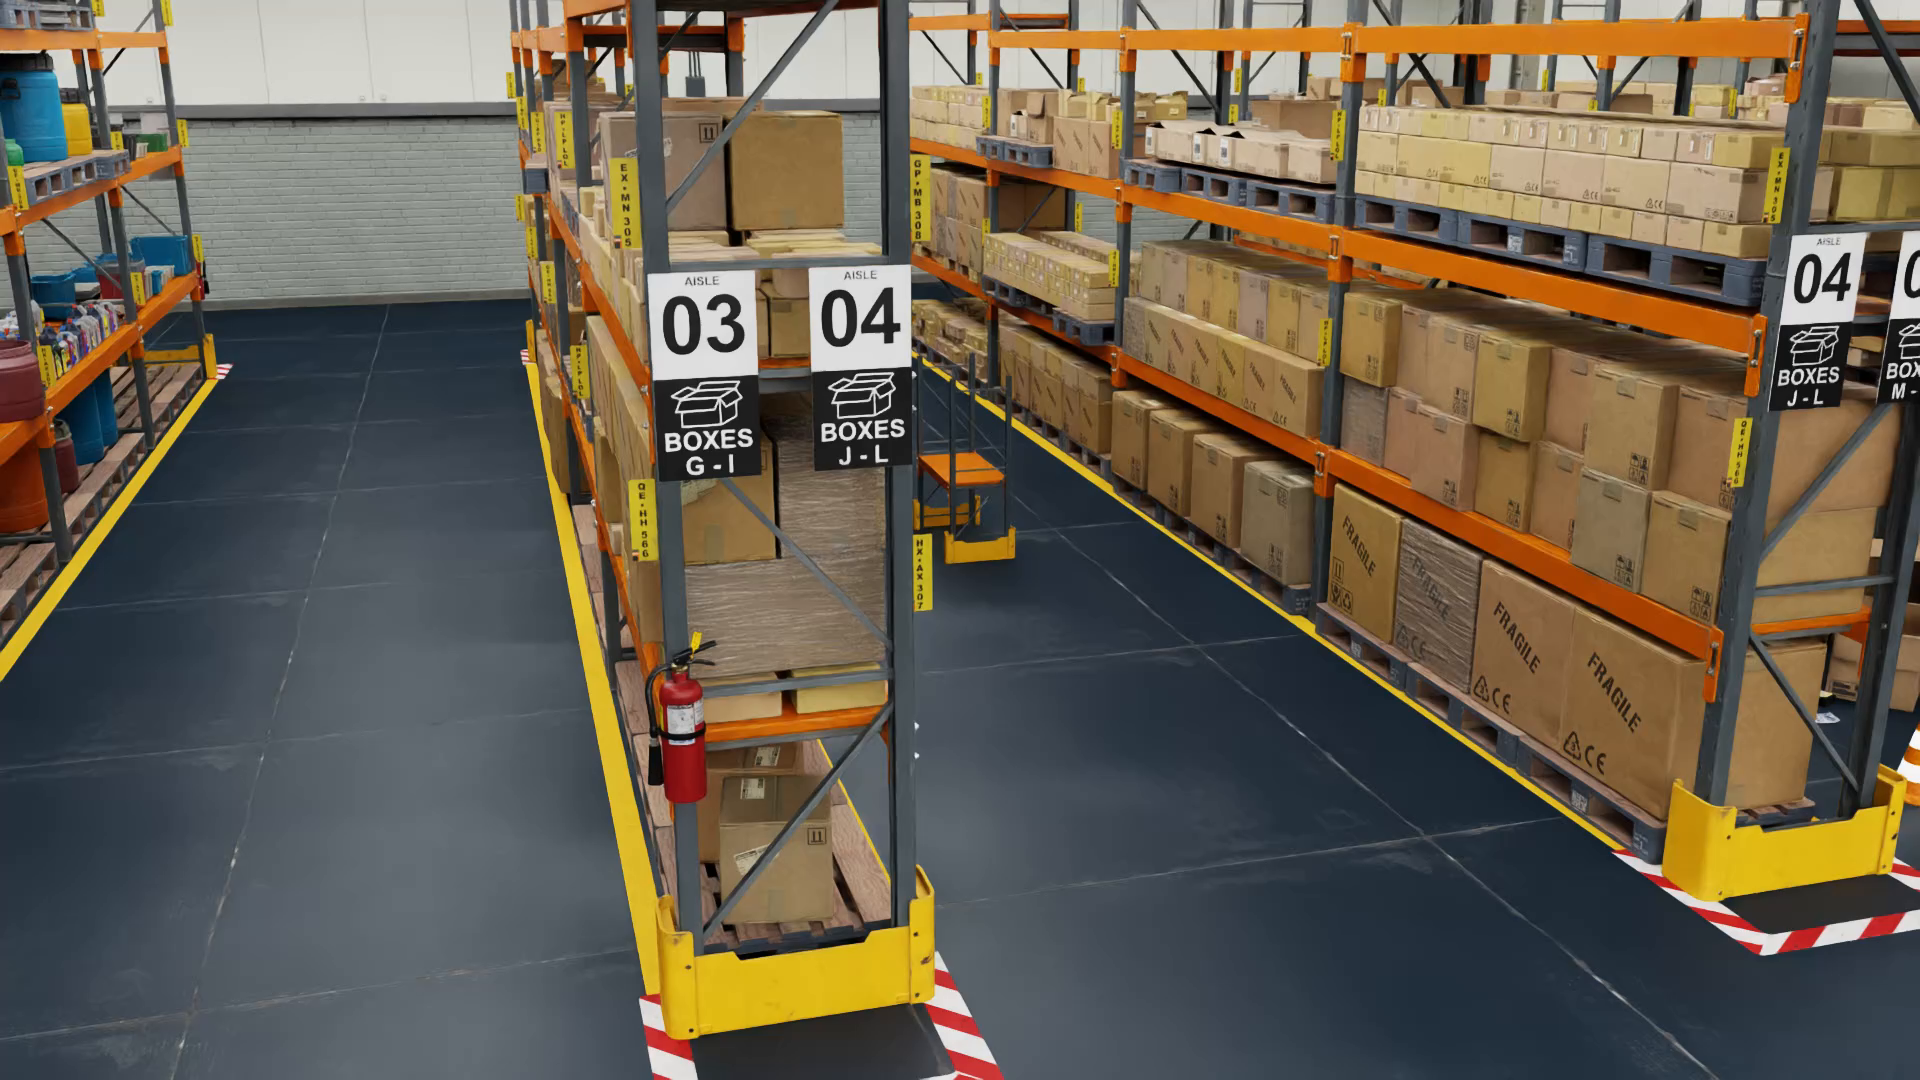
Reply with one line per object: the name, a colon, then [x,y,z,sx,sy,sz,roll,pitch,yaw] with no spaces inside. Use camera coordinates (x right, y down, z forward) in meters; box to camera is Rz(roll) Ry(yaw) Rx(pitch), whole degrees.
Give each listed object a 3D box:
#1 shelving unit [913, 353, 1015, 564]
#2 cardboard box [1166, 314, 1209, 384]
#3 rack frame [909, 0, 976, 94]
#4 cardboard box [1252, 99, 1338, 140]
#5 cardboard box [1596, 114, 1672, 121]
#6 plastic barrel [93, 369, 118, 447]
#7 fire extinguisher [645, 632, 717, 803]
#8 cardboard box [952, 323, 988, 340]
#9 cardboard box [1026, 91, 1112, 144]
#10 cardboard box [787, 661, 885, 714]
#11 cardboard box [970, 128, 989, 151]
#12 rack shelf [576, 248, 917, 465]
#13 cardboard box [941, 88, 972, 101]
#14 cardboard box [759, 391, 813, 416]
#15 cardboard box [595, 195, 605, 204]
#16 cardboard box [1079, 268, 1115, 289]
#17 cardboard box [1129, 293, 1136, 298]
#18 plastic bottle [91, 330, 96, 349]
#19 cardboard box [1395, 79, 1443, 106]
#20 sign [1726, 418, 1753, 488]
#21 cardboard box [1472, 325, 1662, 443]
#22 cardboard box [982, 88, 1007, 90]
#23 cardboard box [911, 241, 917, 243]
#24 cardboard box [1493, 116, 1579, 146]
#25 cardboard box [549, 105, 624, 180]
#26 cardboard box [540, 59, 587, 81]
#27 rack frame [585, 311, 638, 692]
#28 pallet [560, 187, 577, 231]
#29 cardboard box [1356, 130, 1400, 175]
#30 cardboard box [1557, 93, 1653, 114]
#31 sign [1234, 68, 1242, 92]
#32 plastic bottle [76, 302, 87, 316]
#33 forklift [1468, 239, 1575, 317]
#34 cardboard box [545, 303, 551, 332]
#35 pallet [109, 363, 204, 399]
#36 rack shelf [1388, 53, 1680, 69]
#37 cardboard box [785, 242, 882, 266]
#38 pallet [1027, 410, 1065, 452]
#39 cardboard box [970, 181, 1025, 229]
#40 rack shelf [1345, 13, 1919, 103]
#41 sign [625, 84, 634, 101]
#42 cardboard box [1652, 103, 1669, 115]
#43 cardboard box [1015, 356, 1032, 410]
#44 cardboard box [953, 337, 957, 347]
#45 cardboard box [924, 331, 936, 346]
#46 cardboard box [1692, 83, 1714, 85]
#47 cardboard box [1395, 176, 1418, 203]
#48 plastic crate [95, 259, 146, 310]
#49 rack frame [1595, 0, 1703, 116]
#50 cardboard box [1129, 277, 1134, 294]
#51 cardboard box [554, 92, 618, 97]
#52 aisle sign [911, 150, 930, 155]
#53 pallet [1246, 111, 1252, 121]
shelving unit: [0.021,-0.697,13.666,0.587,1.500,1.083,-5,17,-15]
cardboard box: [2.059,-1.608,13.916,0.500,0.500,0.500,-5,17,-15]
rack frame: [-0.284,-7.071,21.850,1.000,3.000,0.127,-5,17,-15]
cardboard box: [2.661,-3.260,13.299,0.500,0.500,0.500,-5,17,-15]
cardboard box: [3.838,-2.330,9.427,0.380,0.149,0.250,-4,17,-15]
plastic barrel: [-8.611,-1.380,16.250,0.600,0.901,0.708,-5,17,-15]
fire extinguisher: [-1.096,0.697,6.552,0.296,0.674,0.183,-5,17,-15]
cardboard box: [0.124,-2.571,20.490,0.380,0.149,0.250,-6,18,-18]
cardboard box: [1.113,-4.341,17.066,0.797,0.503,0.637,-5,17,-16]
cardboard box: [-0.533,0.615,7.129,0.380,0.149,0.250,-5,17,-15]
cardboard box: [0.420,-4.571,19.001,0.500,0.250,0.500,-4,17,-14]
rack shelf: [-1.234,-1.053,8.281,1.077,0.370,4.000,-5,17,-15]
cardboard box: [-0.016,-5.454,20.378,0.380,0.149,0.250,-4,17,-13]
cardboard box: [-0.704,-0.390,7.607,0.500,0.500,0.500,-5,17,-15]
cardboard box: [-1.797,-1.811,9.120,0.380,0.149,0.250,-5,17,-15]
cardboard box: [1.339,-2.450,15.568,0.380,0.149,0.250,-5,18,-17]
cardboard box: [1.837,-2.354,16.283,0.380,0.149,0.250,-4,17,-12]
plastic bottle: [-7.991,-1.850,15.241,0.097,0.201,0.097,0,17,0]
cardboard box: [5.587,-5.424,20.502,0.500,0.500,0.500,-4,17,-14]
sign: [3.587,-0.401,7.649,0.100,0.325,0.005,-5,17,-15]
cardboard box: [3.514,-0.914,9.642,0.875,0.550,0.500,-5,17,-15]
cardboard box: [0.491,-5.497,20.523,0.380,0.149,0.250,-5,17,-17]
cardboard box: [-0.427,-4.242,22.170,0.500,0.500,0.500,-4,17,-13]
cardboard box: [3.205,-2.278,9.253,0.380,0.149,0.250,-5,17,-16]
cardboard box: [-2.720,-2.915,12.187,0.500,0.500,0.500,-5,17,-17]
cardboard box: [-4.536,-5.367,19.010,0.500,0.250,0.500,-5,18,-17]
rack frame: [-1.783,-0.515,10.451,1.000,3.000,0.127,-5,17,-15]
pallet: [-2.138,-2.327,11.597,1.213,0.211,1.003,-5,17,-15]
cardboard box: [2.879,-2.478,10.612,0.500,0.250,0.500,-5,17,-15]
cardboard box: [6.397,-4.184,16.543,0.797,0.503,0.637,-6,18,-19]
sign: [3.912,-6.468,23.400,0.100,0.325,0.005,-5,17,-15]
plastic bottle: [-8.315,-2.072,15.723,0.144,0.351,0.185,-5,17,-15]
forklift: [5.332,-1.823,14.925,3.031,2.935,1.130,-4,17,-15]
cardboard box: [-3.820,-2.351,16.390,0.500,0.500,0.500,-5,17,-17]
pallet: [-9.654,-1.876,19.829,1.003,0.211,1.213,-5,17,-15]
rack shelf: [6.096,-5.295,17.882,1.077,0.370,4.000,-5,17,-15]
cardboard box: [-0.516,-1.138,6.879,0.380,0.149,0.250,-4,17,-14]
pallet: [1.369,-1.203,17.589,1.003,0.211,1.213,-5,17,-15]
cardboard box: [0.426,-3.869,19.191,0.500,0.500,0.500,-5,18,-17]
rack shelf: [3.563,-2.663,9.120,1.077,0.370,4.000,-5,17,-15]
sign: [-3.463,-4.608,17.418,0.100,0.325,0.005,-5,17,-15]
cardboard box: [9.662,-5.811,22.612,0.500,0.250,0.500,-4,17,-14]
cardboard box: [0.910,-1.724,18.092,0.500,0.500,0.500,-4,17,-13]
cardboard box: [0.128,-2.500,20.770,0.380,0.149,0.250,-6,18,-18]
cardboard box: [-0.258,-2.650,21.786,0.380,0.149,0.250,-4,17,-15]
cardboard box: [10.159,-6.093,22.683,0.500,0.250,0.500,-5,17,-16]
cardboard box: [2.927,-2.176,10.300,0.380,0.149,0.250,-5,17,-15]
plastic crate: [-8.748,-2.662,17.384,0.402,0.464,0.583,-5,17,-15]
rack frame: [6.646,-5.278,15.880,1.000,3.000,0.127,-5,17,-15]
cardboard box: [1.821,-2.506,16.272,0.380,0.149,0.250,-5,18,-17]
cardboard box: [-3.813,-4.253,16.780,0.700,0.500,0.500,-4,17,-14]
aisle sign: [-0.593,-5.440,22.328,0.394,0.787,0.004,-5,17,-15]
pallet: [4.661,-5.807,23.010,1.003,0.211,1.213,-5,17,-15]
